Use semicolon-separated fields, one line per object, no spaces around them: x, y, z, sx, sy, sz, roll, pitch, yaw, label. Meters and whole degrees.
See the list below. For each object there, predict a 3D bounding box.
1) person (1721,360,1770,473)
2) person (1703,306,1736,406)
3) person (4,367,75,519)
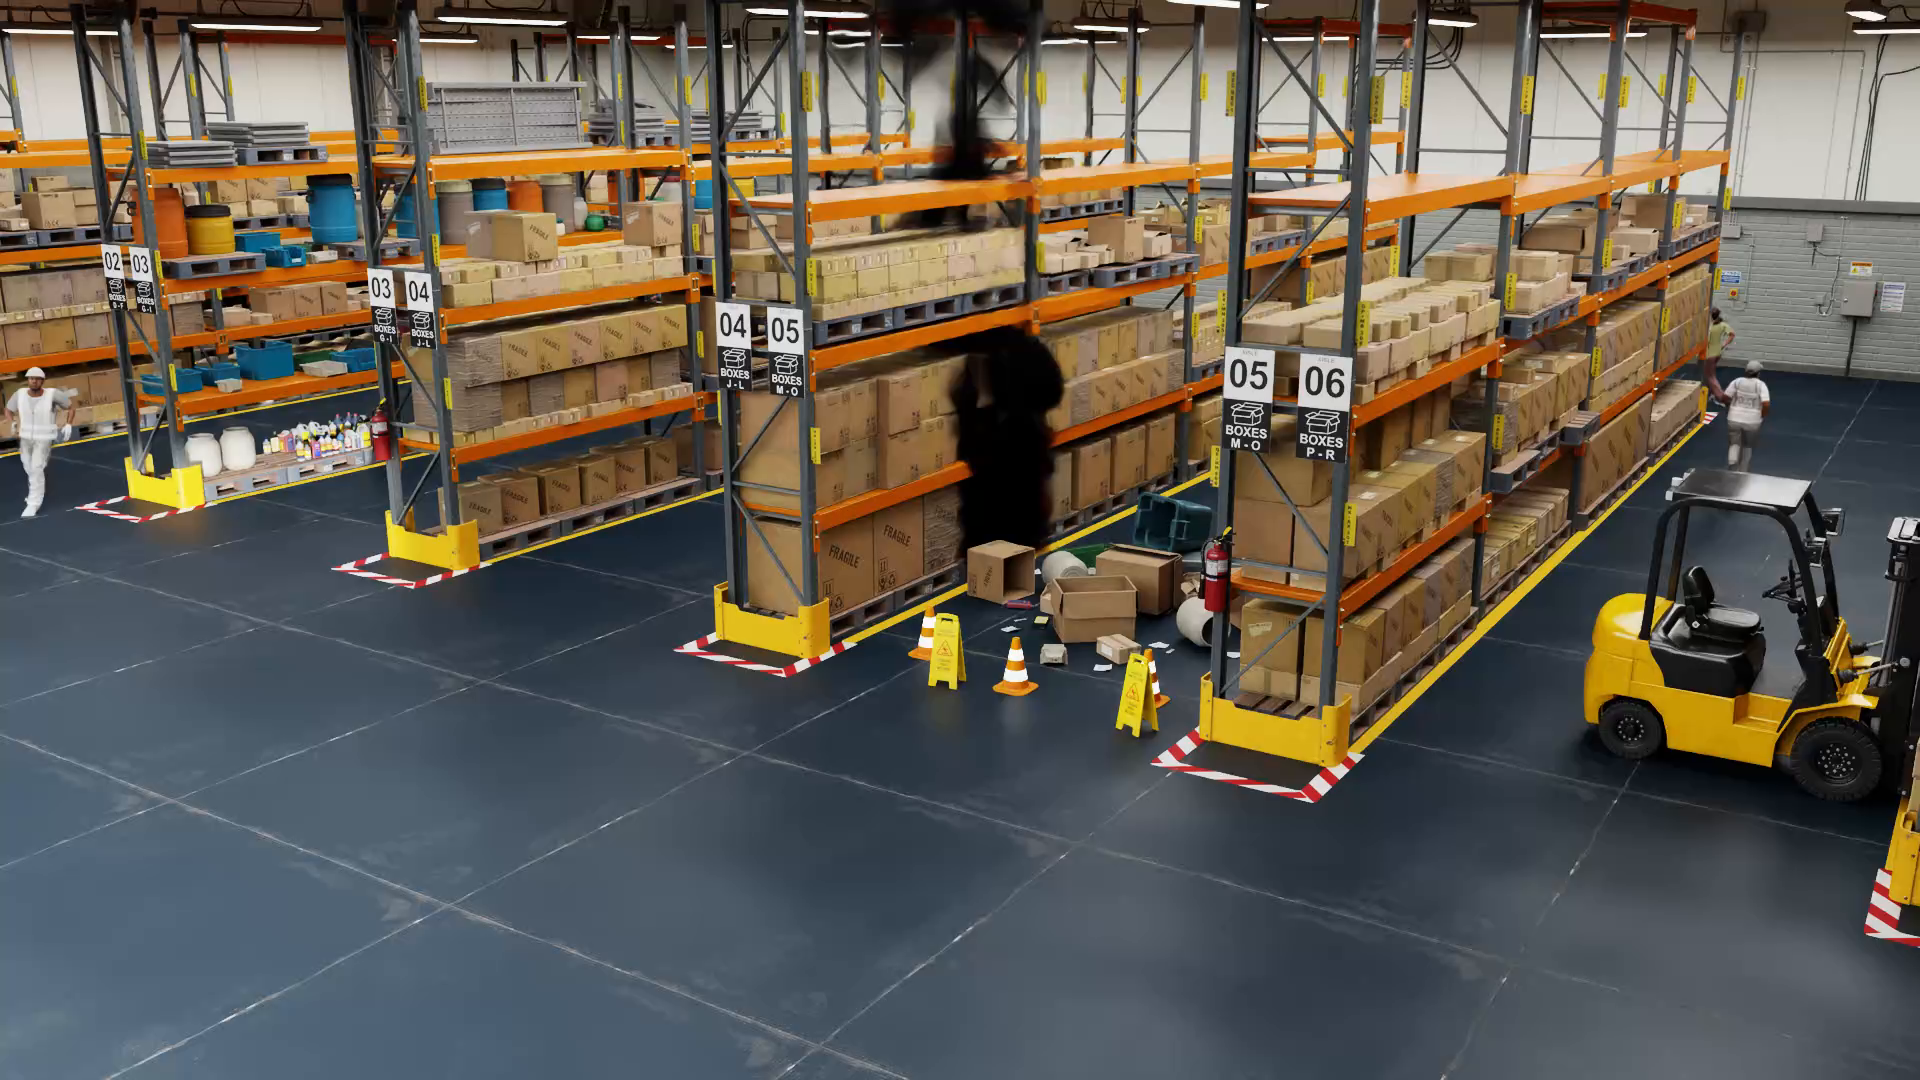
10.210;-1.517;21.672;0.602;1.656;0.668;11;19;35;person
12.137;-2.964;26.888;0.720;1.643;0.613;-5;16;-19;person
-11.262;-1.284;20.323;0.743;1.675;0.814;-1;16;-4;person
